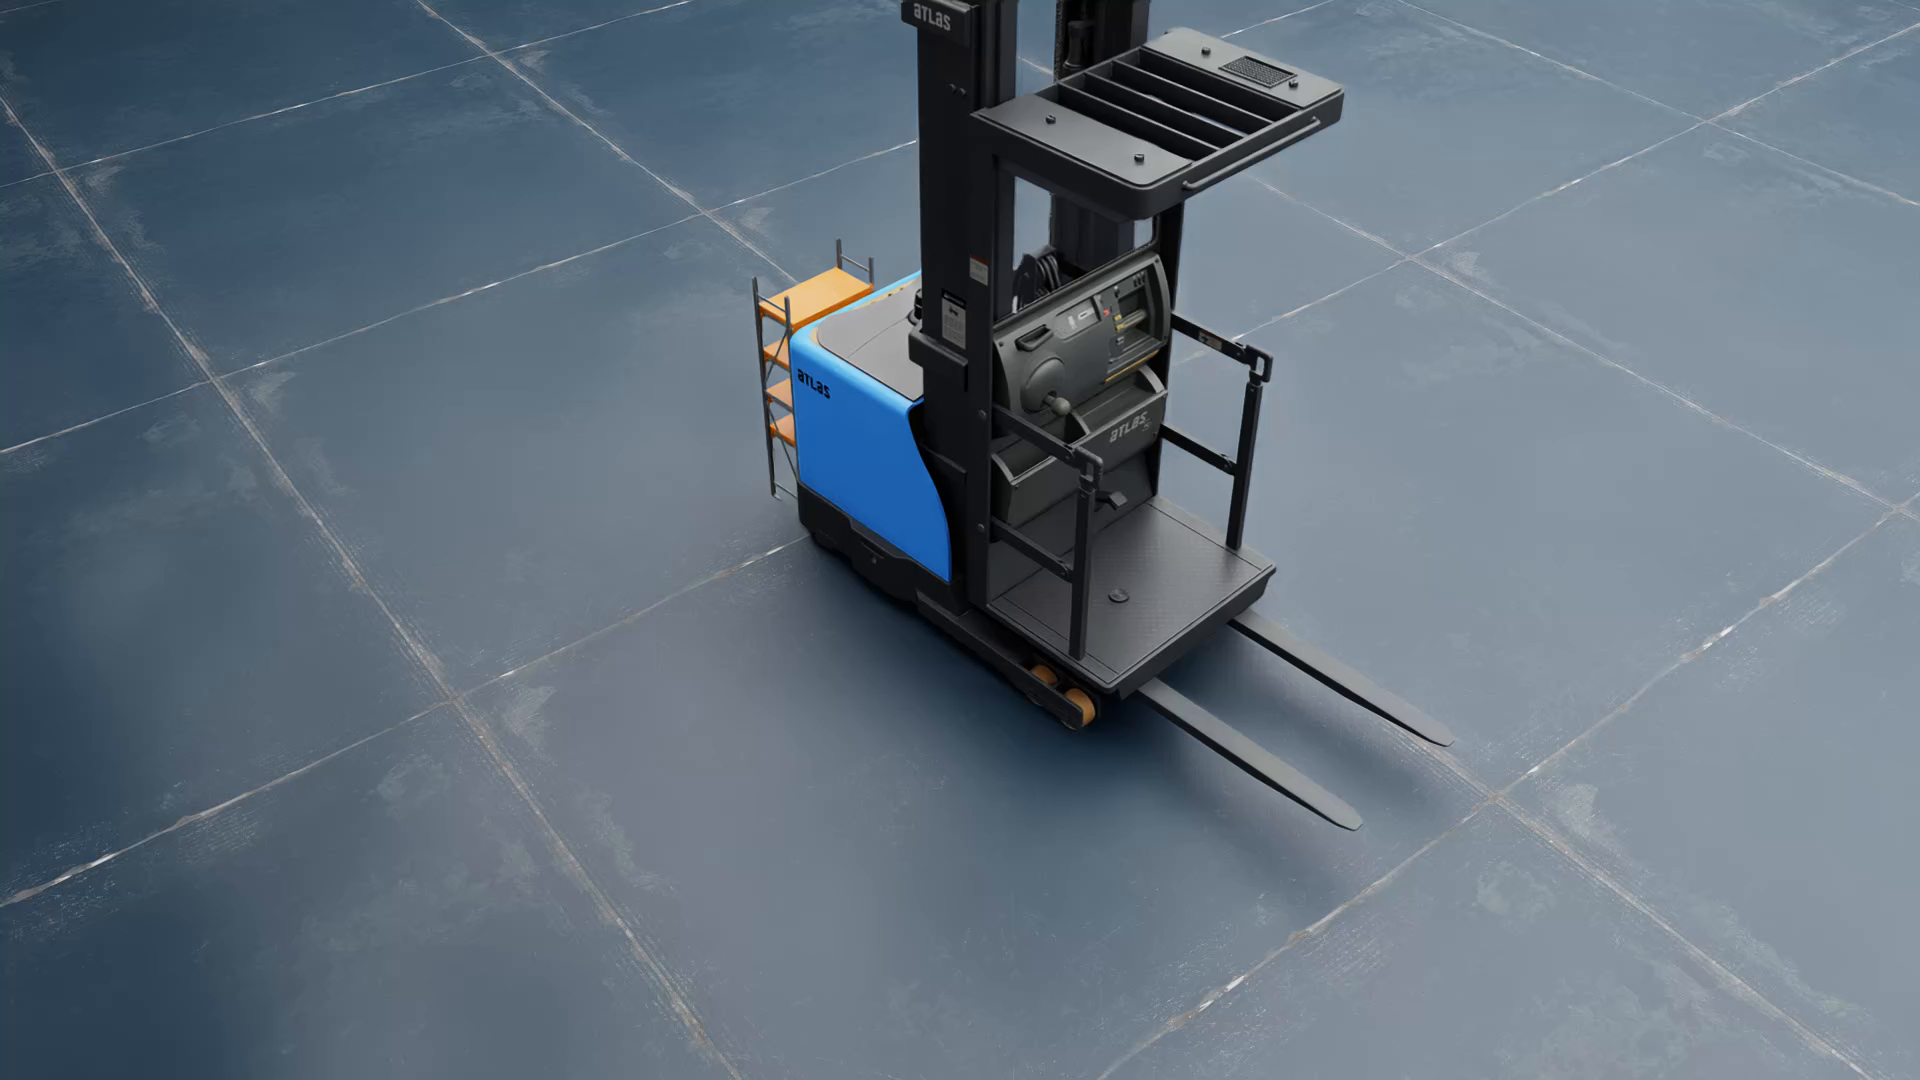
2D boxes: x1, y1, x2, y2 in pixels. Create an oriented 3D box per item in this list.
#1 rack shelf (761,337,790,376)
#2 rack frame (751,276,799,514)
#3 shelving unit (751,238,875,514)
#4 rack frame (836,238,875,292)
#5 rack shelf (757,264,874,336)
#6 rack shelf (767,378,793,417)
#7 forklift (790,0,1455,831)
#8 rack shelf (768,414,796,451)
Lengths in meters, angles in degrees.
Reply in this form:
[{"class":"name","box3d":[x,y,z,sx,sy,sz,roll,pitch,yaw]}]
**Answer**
[{"class":"rack shelf","box3d":[-0.647,-0.860,7.606,0.480,0.148,0.258,-32,49,-33]},{"class":"rack frame","box3d":[-0.821,-0.630,7.572,0.015,1.200,0.240,-32,49,-33]},{"class":"shelving unit","box3d":[-0.647,-0.739,7.705,0.503,1.200,0.258,-32,49,-33]},{"class":"rack frame","box3d":[-0.473,-0.848,7.837,0.015,1.200,0.240,-32,49,-33]},{"class":"rack shelf","box3d":[-0.647,-1.043,7.456,0.480,0.148,0.258,-32,49,-33]},{"class":"rack shelf","box3d":[-0.647,-0.687,7.748,0.480,0.148,0.258,-32,49,-33]},{"class":"forklift","box3d":[0.635,-0.731,6.330,1.130,2.935,3.031,-32,49,-33]},{"class":"rack shelf","box3d":[-0.647,-0.534,7.873,0.480,0.148,0.258,-32,49,-33]}]
